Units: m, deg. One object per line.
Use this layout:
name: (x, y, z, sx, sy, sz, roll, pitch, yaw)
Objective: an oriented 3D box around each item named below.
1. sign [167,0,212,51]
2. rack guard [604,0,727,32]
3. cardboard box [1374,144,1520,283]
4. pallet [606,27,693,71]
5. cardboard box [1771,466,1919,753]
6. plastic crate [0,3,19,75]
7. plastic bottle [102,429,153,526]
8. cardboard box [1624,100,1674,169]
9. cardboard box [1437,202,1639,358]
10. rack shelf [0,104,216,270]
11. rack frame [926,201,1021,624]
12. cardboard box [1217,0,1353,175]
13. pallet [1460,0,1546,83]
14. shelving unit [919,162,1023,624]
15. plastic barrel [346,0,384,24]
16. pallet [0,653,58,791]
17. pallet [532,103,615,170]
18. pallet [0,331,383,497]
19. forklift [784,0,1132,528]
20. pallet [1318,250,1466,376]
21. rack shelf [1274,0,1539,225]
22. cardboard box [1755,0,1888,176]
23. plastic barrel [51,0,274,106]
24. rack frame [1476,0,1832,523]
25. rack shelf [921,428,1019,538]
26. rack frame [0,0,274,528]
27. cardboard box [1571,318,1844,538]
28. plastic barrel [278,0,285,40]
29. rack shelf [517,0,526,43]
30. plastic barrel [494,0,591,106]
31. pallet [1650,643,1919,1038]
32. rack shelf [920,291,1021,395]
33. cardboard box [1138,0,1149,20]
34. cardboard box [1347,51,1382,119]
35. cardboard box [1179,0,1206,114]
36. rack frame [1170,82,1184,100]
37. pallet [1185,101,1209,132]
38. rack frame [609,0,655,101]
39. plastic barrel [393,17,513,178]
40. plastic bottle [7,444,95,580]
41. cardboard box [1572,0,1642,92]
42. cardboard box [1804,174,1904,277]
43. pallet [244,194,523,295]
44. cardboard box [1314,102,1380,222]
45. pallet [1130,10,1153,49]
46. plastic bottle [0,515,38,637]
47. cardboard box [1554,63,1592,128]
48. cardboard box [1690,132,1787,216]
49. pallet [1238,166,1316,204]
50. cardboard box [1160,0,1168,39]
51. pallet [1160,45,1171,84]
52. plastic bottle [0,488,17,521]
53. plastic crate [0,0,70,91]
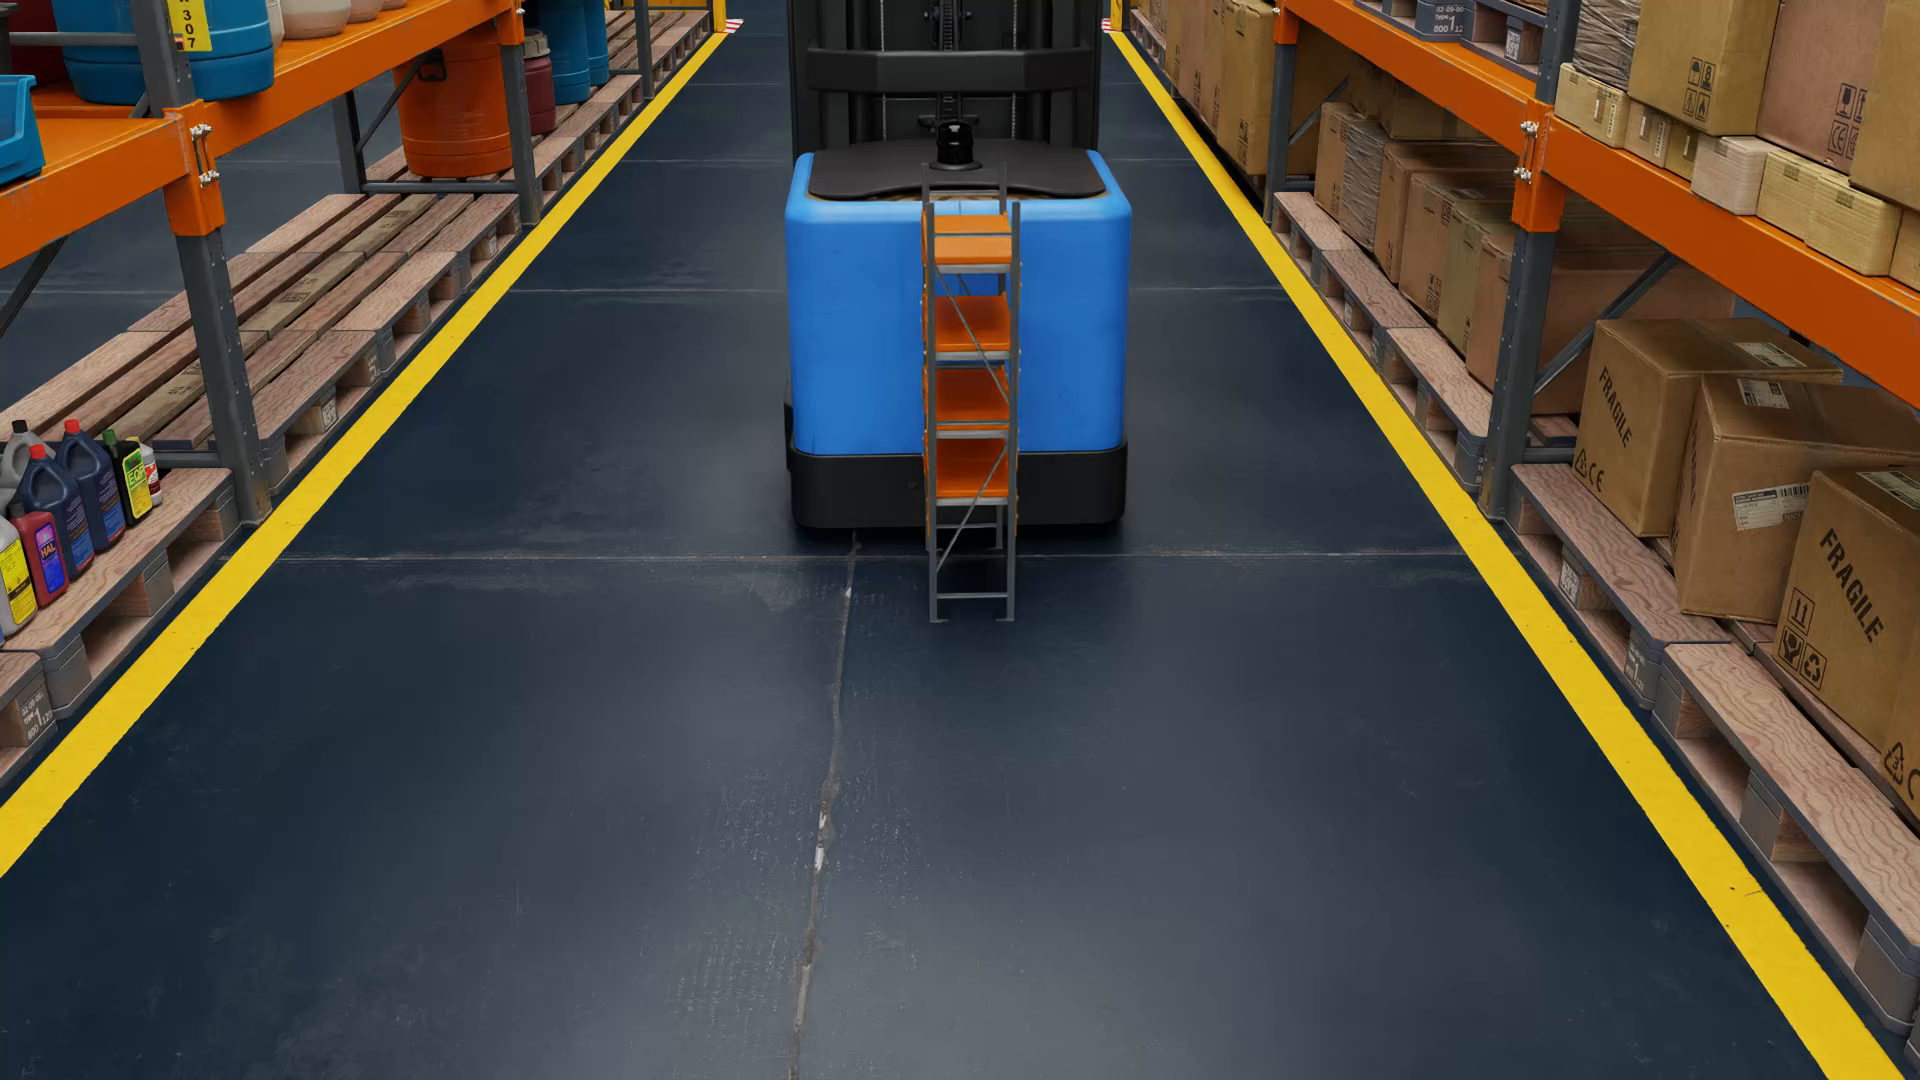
sign: (-2.198, -1.552, 4.706, 0.100, 0.325, 0.005, 0, 24, -1)
rack guard: (-2.892, -5.244, 16.238, 1.175, 0.500, 0.348, 0, 24, -1)
cardboard box: (2.221, -1.422, 7.254, 0.700, 0.500, 0.500, 2, 24, 4)
pallet: (-2.898, -4.261, 14.415, 1.003, 0.211, 1.213, 0, 24, -1)
cardboard box: (2.268, 0.153, 3.794, 0.500, 0.500, 0.500, -2, 24, -5)
plastic crate: (-2.869, -1.184, 4.303, 0.767, 0.338, 0.504, 0, 24, -1)
plastic bottle: (-2.413, -0.194, 4.802, 0.061, 0.283, 0.133, 1, 24, 2)
cardboard box: (1.927, -1.040, 4.215, 0.380, 0.149, 0.250, 0, 24, -1)
cardboard box: (2.233, -0.962, 6.236, 0.700, 0.500, 0.500, 0, 24, -1)
rack shelf: (-2.726, -0.276, 3.094, 1.077, 0.370, 4.000, 0, 24, -1)
rack frame: (0.034, -0.314, 4.488, 0.240, 1.200, 0.015, -1, 24, -2)
cardboard box: (2.175, -2.607, 9.442, 1.225, 0.875, 0.875, -1, 24, -3)
pallet: (2.342, -1.679, 5.555, 1.003, 0.211, 1.213, 0, 24, -1)
shelving unit: (0.023, -0.415, 4.711, 0.258, 1.200, 0.503, -1, 24, -2)
plastic barrel: (-2.552, -2.366, 6.676, 0.433, 0.535, 0.433, 0, 24, 0)
pallet: (-2.766, 0.623, 3.616, 1.003, 0.211, 1.213, 0, 24, -1)
pallet: (-2.852, -2.632, 10.814, 1.003, 0.211, 1.213, 0, 24, -1)
pallet: (-2.795, -0.481, 6.058, 1.003, 0.211, 1.213, 0, 24, -1)
forklift: (-0.064, -1.936, 5.974, 1.130, 2.935, 3.031, -1, 24, -2)
pallet: (2.179, -1.005, 7.215, 1.003, 0.211, 1.213, 0, 24, -1)
rack shelf: (2.183, -1.947, 6.788, 1.077, 0.370, 4.000, 0, 24, -1)
cardboard box: (2.224, -1.034, 3.414, 0.875, 0.500, 0.500, 0, 24, -1)
plastic barrel: (-2.449, -1.817, 5.020, 0.600, 0.901, 0.708, 0, 24, -1)
rack frame: (2.205, -1.451, 4.817, 1.000, 3.000, 0.127, 0, 24, -1)
rack shelf: (0.023, -0.172, 4.820, 0.258, 0.148, 0.480, -1, 24, -2)
rack frame: (-2.748, -1.428, 4.768, 1.000, 3.000, 0.127, 0, 24, -1)
cardboard box: (2.169, -0.338, 4.881, 0.500, 0.500, 0.500, -1, 24, -2)
plastic barrel: (-2.609, -1.911, 6.004, 0.301, 0.262, 0.301, 0, 24, 0)
rack shelf: (-2.813, -3.573, 10.383, 1.077, 0.370, 4.000, 0, 24, -1)
plastic barrel: (-2.838, -3.444, 11.262, 0.600, 0.901, 0.708, 0, 24, -1)
pallet: (2.264, 0.601, 3.666, 1.003, 0.211, 1.213, 0, 24, -1)
rack shelf: (0.023, -0.557, 4.646, 0.258, 0.148, 0.480, -1, 24, -2)
cardboard box: (2.161, -5.355, 15.519, 0.875, 0.875, 0.875, 0, 24, -1)
cardboard box: (2.199, -2.226, 8.121, 0.500, 0.250, 0.500, 1, 24, 2)
cardboard box: (2.155, -3.338, 11.060, 1.225, 0.875, 0.875, -1, 24, -2)
rack frame: (2.118, -4.747, 12.106, 1.000, 3.000, 0.127, 0, 24, -1)
pallet: (2.201, -3.159, 11.978, 1.003, 0.211, 1.213, 0, 24, -1)
rack frame: (-2.835, -4.725, 12.057, 1.000, 3.000, 0.127, 0, 24, -1)
plastic barrel: (-2.814, -2.481, 9.219, 0.600, 0.830, 0.708, 0, 24, -1)
plastic bottle: (-2.450, -0.079, 4.464, 0.144, 0.351, 0.185, -1, 24, -3)
cardboard box: (2.148, -1.446, 4.325, 0.875, 0.500, 0.500, 0, 24, -1)
cardboard box: (1.936, -0.628, 3.304, 0.380, 0.149, 0.250, 0, 24, -1)
pallet: (-2.822, -1.487, 8.281, 1.003, 0.211, 1.213, 0, 24, -1)
cardboard box: (2.189, -1.884, 8.276, 0.700, 0.500, 0.500, -2, 24, -3)
pallet: (2.161, -4.796, 15.597, 1.003, 0.211, 1.213, 0, 24, -1)
plastic bottle: (-2.447, 0.054, 4.170, 0.144, 0.351, 0.185, 0, 24, -1)
cardboard box: (1.907, -1.246, 4.670, 0.380, 0.149, 0.250, 0, 24, -1)
cardboard box: (1.900, -0.834, 3.759, 0.380, 0.149, 0.250, 0, 24, -1)
pallet: (2.228, -2.153, 9.755, 1.003, 0.211, 1.213, 0, 24, -1)
cardboard box: (2.181, -4.613, 13.879, 0.875, 0.875, 0.875, 0, 24, -1)
pallet: (2.188, -3.790, 13.374, 1.003, 0.211, 1.213, 0, 24, -1)
plastic bottle: (-2.598, -0.034, 4.455, 0.152, 0.276, 0.135, 0, 24, -1)
plastic crate: (-3.059, -1.656, 5.193, 0.402, 0.464, 0.583, 0, 24, -1)
